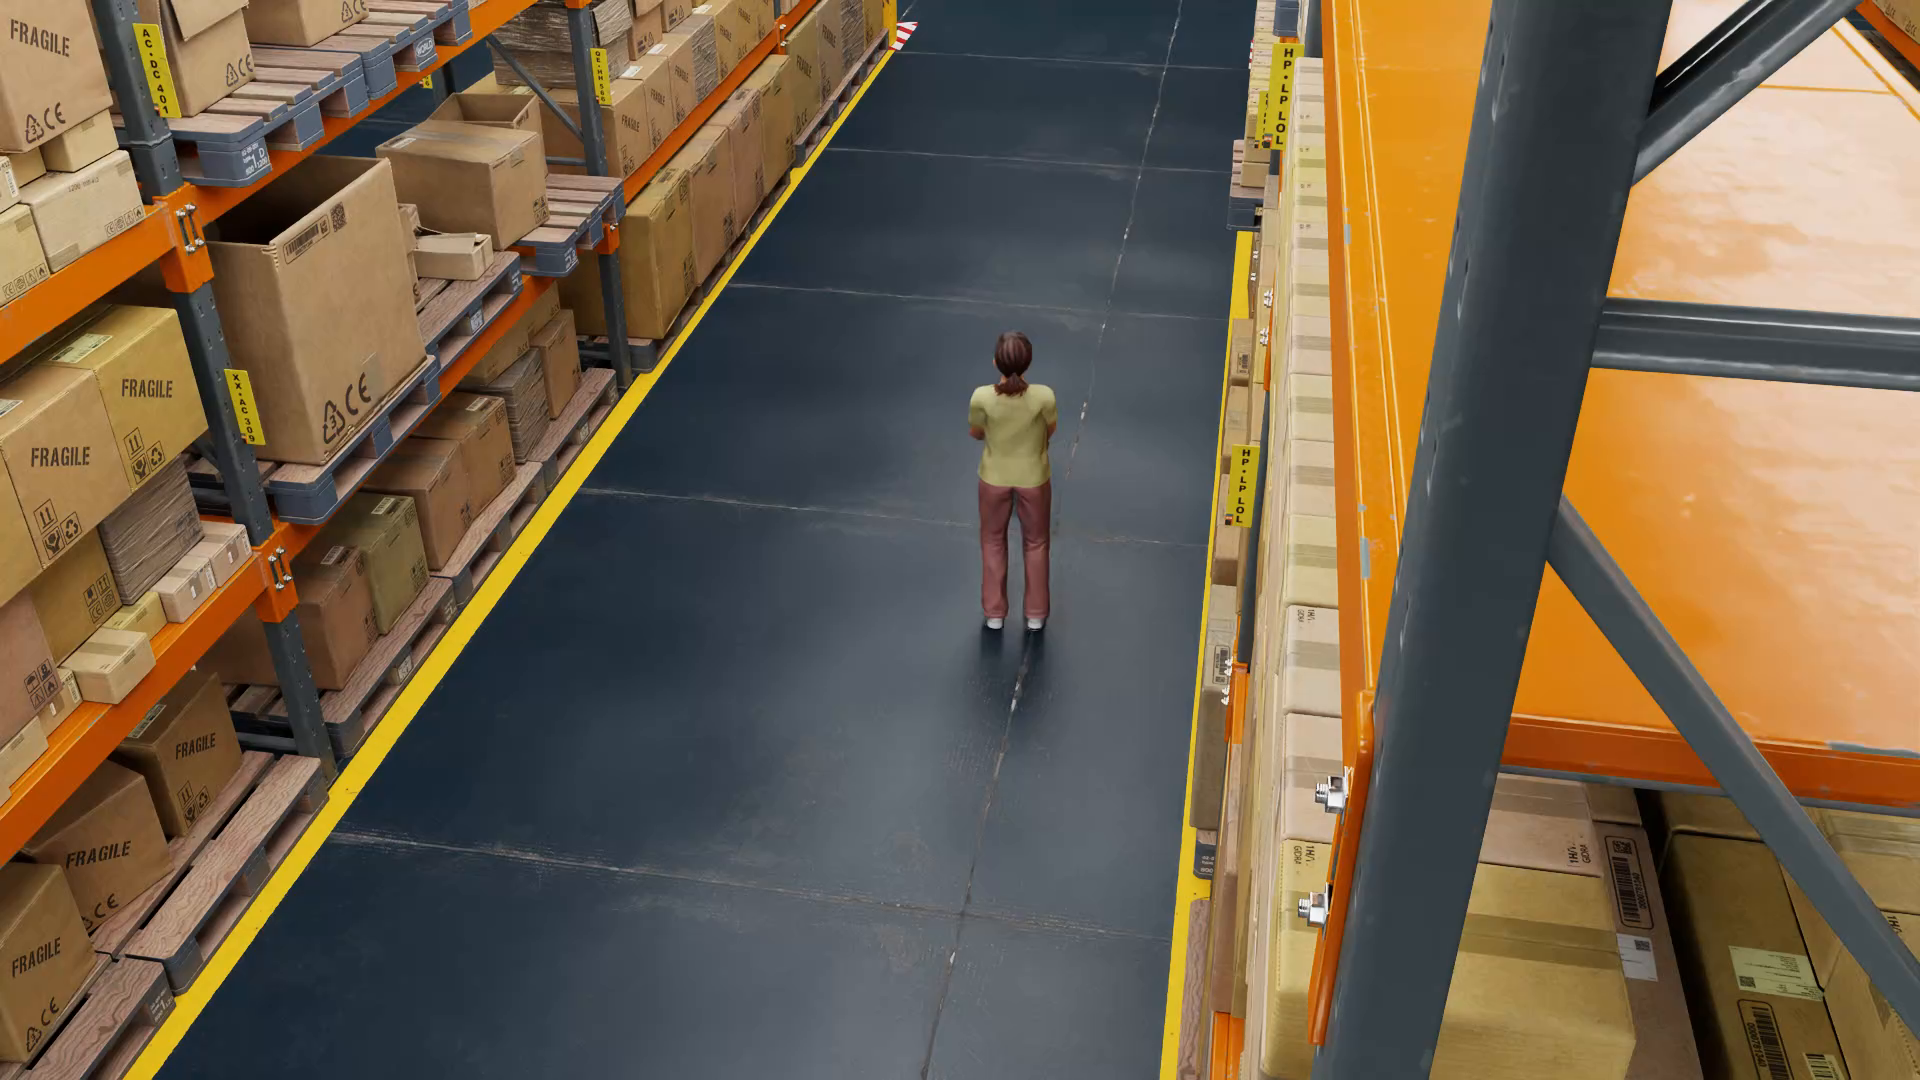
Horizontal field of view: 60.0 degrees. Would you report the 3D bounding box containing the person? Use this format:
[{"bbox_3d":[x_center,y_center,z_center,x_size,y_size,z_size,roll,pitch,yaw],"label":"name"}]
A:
[{"bbox_3d":[0.275,-0.320,8.235,0.524,1.681,0.476,-21,38,-29],"label":"person"}]
